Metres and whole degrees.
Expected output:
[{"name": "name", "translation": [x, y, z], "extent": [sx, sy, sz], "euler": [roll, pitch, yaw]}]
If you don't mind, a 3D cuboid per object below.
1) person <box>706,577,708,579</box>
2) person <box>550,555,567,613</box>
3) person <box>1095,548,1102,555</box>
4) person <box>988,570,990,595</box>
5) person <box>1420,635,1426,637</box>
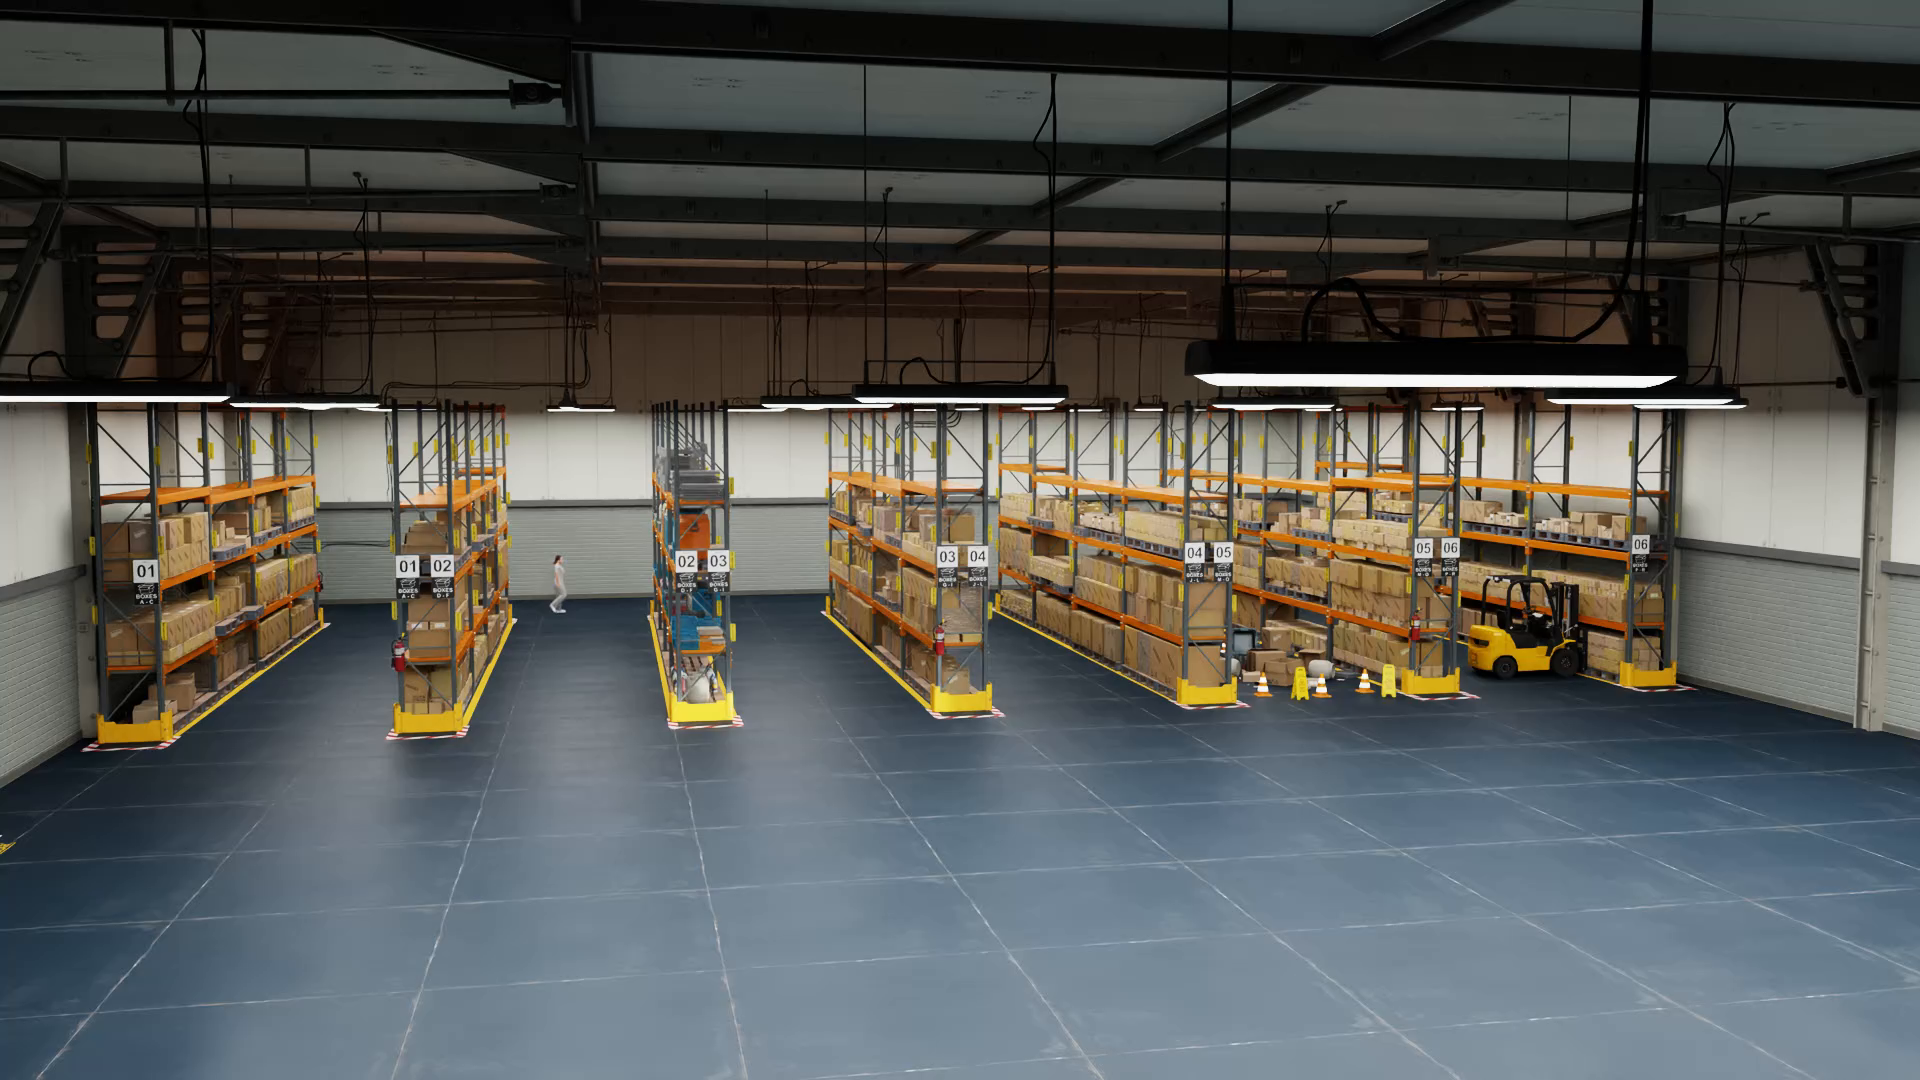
[{"name": "person", "translation": [-7.366, 1.161, 49.596], "extent": [0.441, 1.621, 0.863], "euler": [-1, 4, -15]}, {"name": "person", "translation": [-11.582, 1.268, 47.851], "extent": [0.476, 1.667, 0.472], "euler": [-1, 5, -18]}, {"name": "person", "translation": [4.259, 1.061, 50.792], "extent": [0.909, 1.644, 0.470], "euler": [-1, 5, -19]}, {"name": "person", "translation": [0.604, 1.371, 46.006], "extent": [0.571, 1.775, 0.458], "euler": [-3, 6, -39]}, {"name": "person", "translation": [10.516, 1.948, 38.100], "extent": [0.594, 1.705, 0.472], "euler": [-1, 4, -13]}]
